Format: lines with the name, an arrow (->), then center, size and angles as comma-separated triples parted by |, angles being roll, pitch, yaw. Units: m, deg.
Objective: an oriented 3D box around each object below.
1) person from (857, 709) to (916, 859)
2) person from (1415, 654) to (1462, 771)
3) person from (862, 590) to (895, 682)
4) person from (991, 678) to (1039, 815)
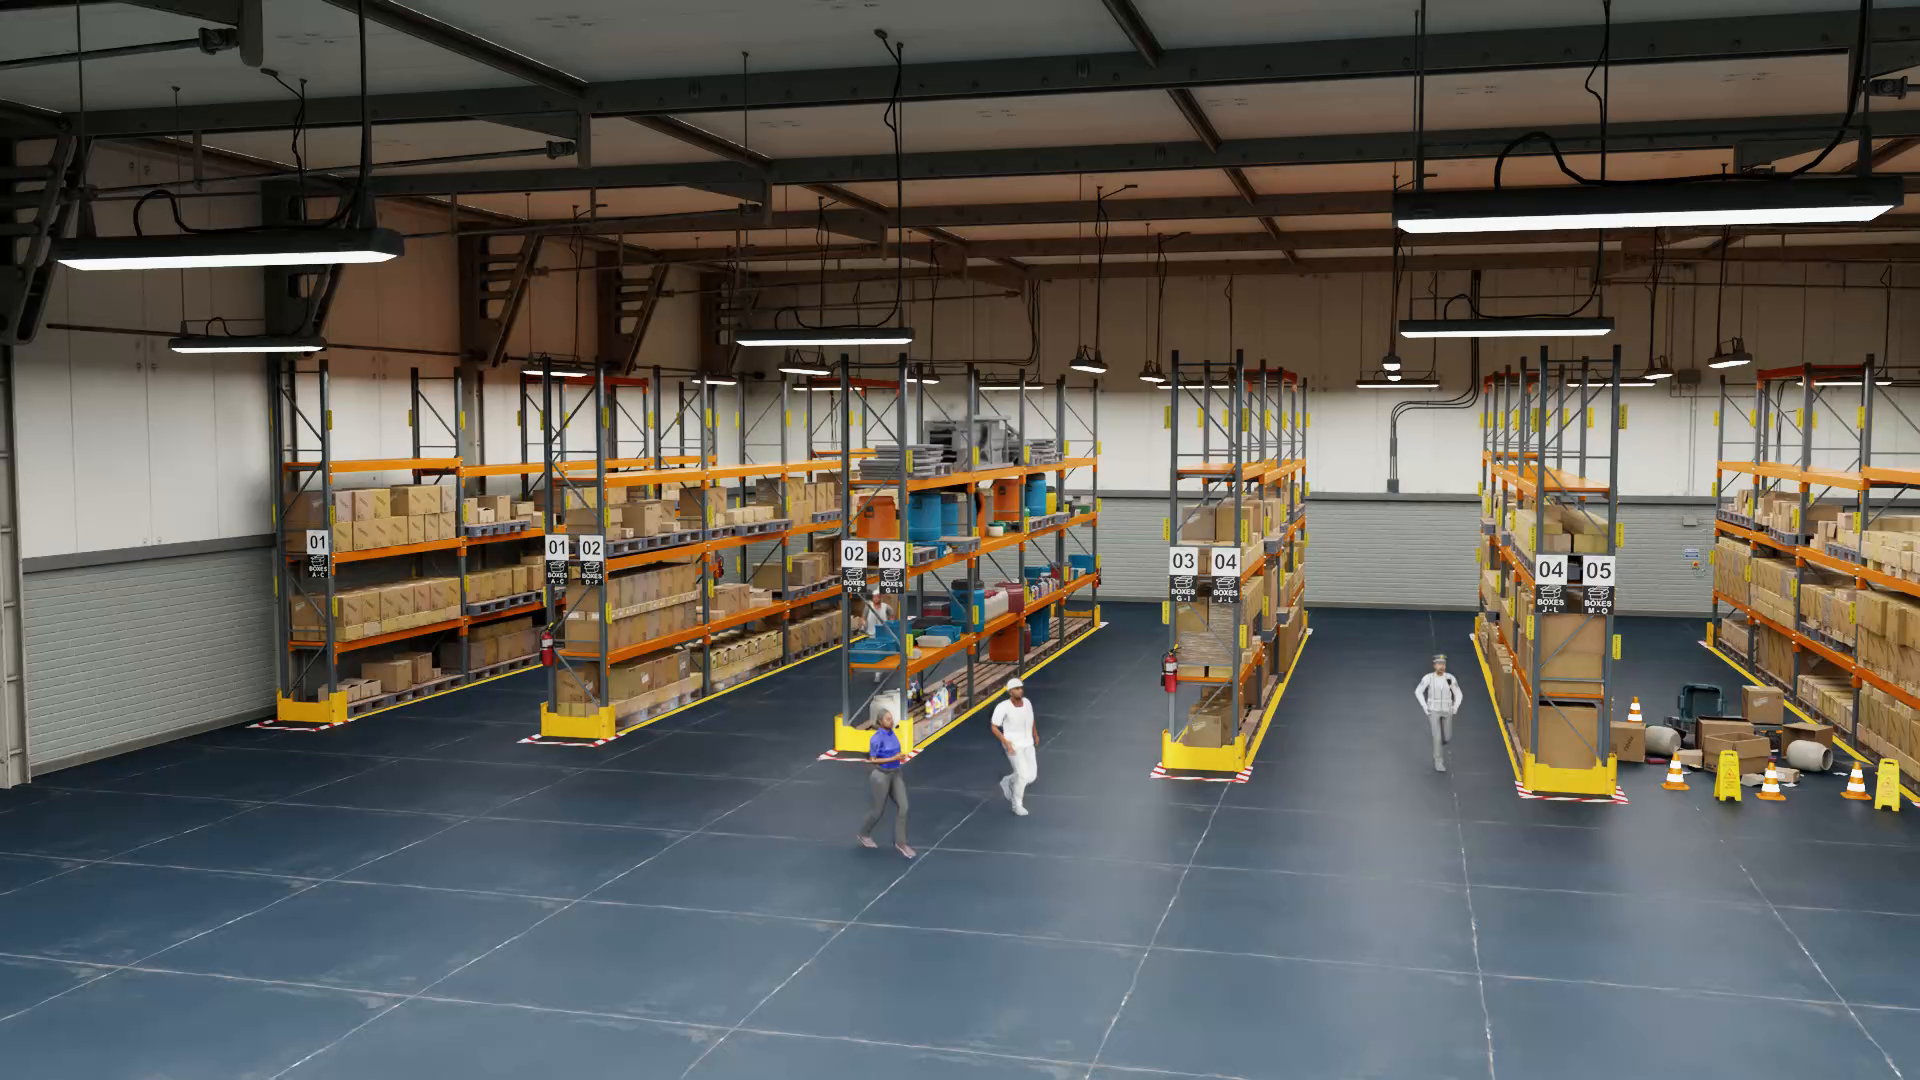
person -> -0.856, 2.789, 19.146 | 0.772, 1.701, 0.566 | 3, 5, 39
person -> 6.878, 2.450, 23.914 | 0.654, 1.647, 0.739 | 0, 4, 3
person -> -1.572, 1.820, 32.032 | 0.643, 1.758, 0.873 | 0, 4, 2
person -> 0.700, 2.618, 21.248 | 0.693, 1.732, 0.561 | -3, 5, -39
